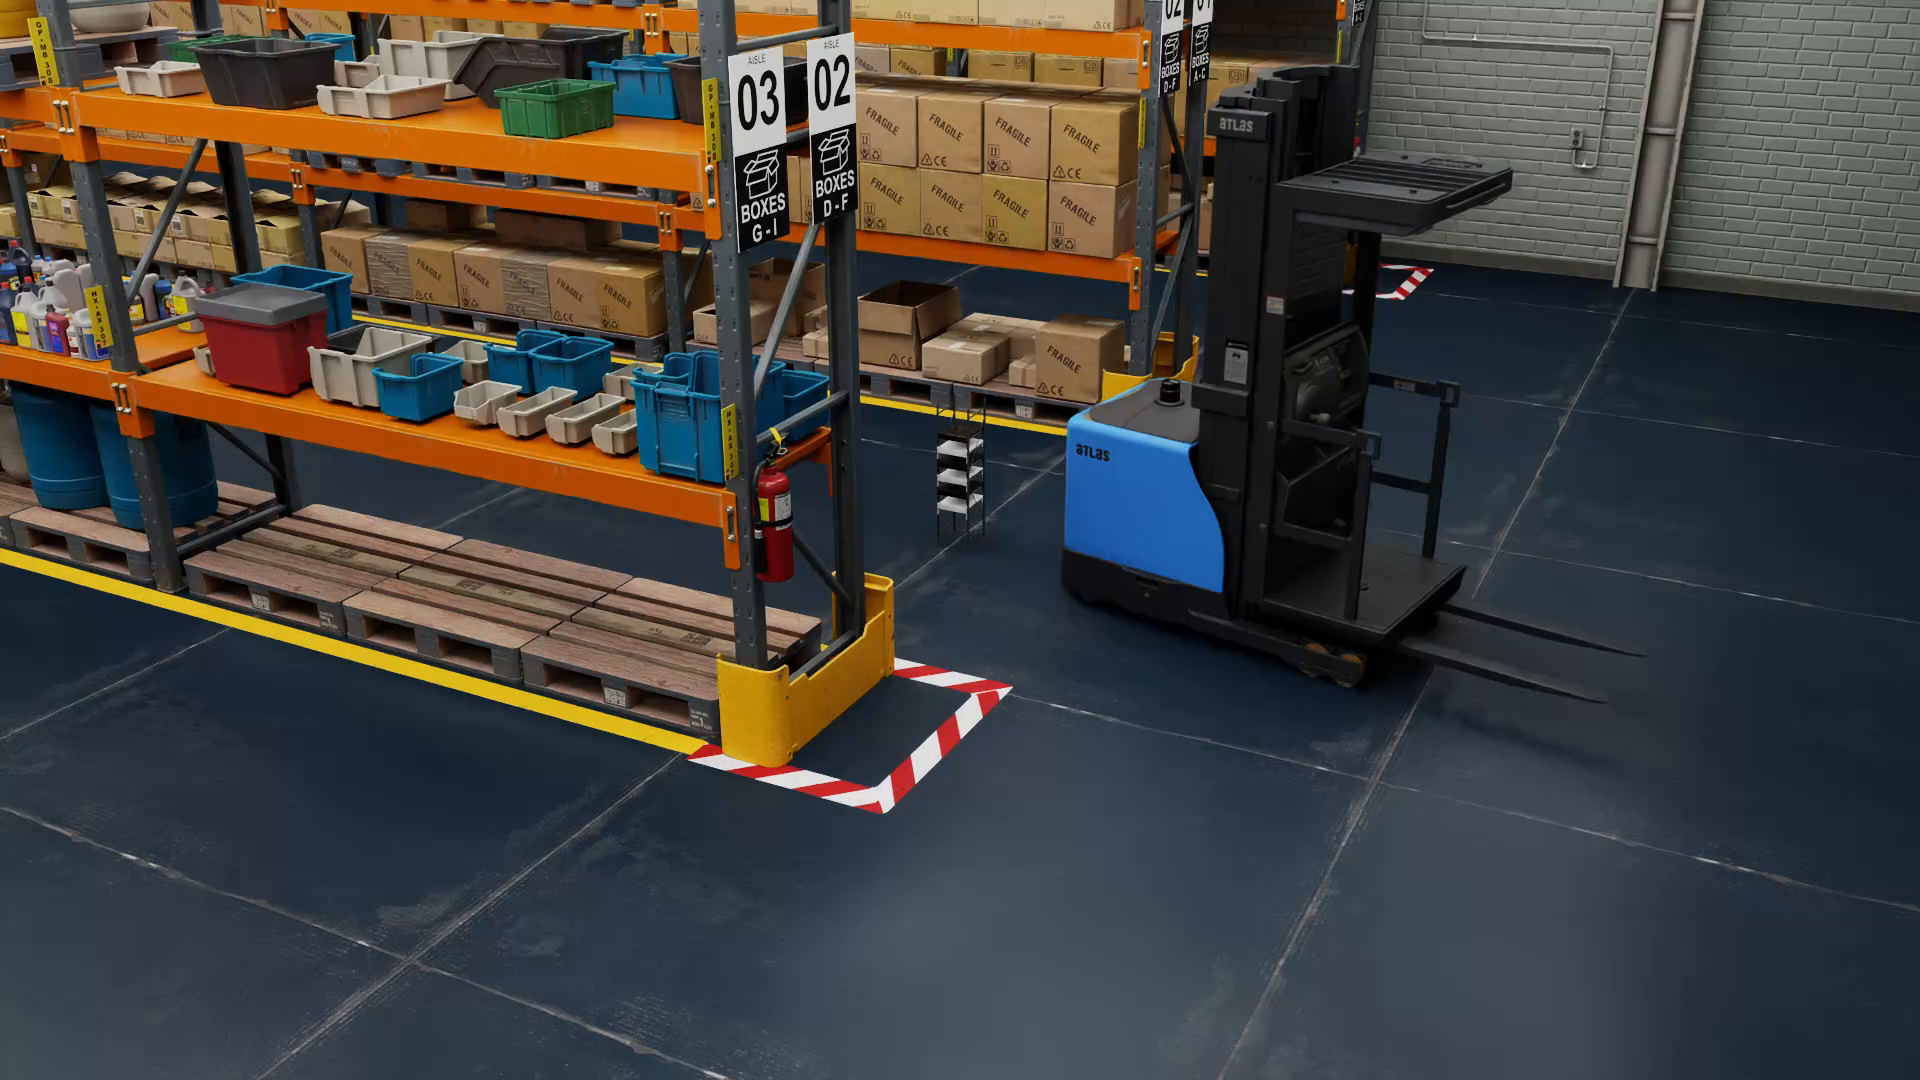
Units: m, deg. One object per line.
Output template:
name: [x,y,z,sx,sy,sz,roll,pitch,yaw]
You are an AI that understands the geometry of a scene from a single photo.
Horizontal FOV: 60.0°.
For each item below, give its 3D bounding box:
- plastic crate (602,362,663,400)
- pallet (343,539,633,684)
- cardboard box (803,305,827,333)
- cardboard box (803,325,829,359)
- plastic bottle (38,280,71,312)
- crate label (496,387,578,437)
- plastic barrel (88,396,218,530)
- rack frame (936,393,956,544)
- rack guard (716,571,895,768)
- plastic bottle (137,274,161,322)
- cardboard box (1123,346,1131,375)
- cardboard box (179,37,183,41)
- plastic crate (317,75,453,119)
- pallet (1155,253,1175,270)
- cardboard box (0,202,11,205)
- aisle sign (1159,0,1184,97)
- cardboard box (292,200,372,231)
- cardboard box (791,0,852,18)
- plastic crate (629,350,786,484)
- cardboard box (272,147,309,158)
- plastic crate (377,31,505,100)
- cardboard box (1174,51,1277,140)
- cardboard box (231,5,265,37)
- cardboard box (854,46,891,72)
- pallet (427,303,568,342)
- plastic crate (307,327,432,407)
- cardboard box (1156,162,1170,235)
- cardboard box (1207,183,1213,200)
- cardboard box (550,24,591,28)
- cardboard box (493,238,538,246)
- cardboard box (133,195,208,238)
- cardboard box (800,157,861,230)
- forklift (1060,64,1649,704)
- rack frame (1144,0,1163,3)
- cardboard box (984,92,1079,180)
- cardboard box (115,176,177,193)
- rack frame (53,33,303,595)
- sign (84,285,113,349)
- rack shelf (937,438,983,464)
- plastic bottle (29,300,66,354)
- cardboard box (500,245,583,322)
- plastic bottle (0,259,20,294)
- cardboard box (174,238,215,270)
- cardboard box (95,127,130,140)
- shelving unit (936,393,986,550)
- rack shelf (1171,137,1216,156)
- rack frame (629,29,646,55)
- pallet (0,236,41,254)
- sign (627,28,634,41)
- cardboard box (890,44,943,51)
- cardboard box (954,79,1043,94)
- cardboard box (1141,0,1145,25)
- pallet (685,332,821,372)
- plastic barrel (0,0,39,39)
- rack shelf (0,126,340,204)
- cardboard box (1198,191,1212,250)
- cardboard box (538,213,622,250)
plastic crate: [-1.687,-0.813,8.588,0.298,0.136,0.250,11,25,25]
pallet: [-2.565,0.366,9.121,1.213,0.211,1.003,11,25,25]
cardboard box: [-1.095,-1.822,13.782,0.250,0.149,0.380,11,25,25]
cardboard box: [-1.039,-1.578,13.186,0.250,0.166,0.380,11,25,25]
plastic bottle: [-5.234,-1.325,9.595,0.185,0.351,0.144,11,25,25]
crate label: [-2.083,-0.626,8.150,0.243,0.136,0.396,11,25,25]
plastic barrel: [-4.809,-0.578,9.922,0.708,0.901,0.600,11,25,25]
rack frame: [-0.083,-0.431,10.113,0.006,0.900,0.240,11,25,25]
rack guard: [-0.734,0.607,8.183,0.348,0.500,1.175,11,25,25]
plastic bottle: [-4.899,-1.471,10.035,0.135,0.276,0.152,11,25,25]
cardboard box: [1.258,-1.356,12.687,0.250,0.149,0.380,11,25,25]
cardboard box: [-10.278,-6.571,22.034,0.500,0.250,0.500,10,25,23]
plastic crate: [-2.717,-2.080,7.812,0.530,0.136,0.437,11,25,25]
pallet: [1.875,-3.049,17.150,1.213,0.211,1.003,11,25,25]
cardboard box: [-10.186,-3.416,17.426,0.500,0.250,0.500,11,25,25]
aisle sign: [1.400,-3.349,10.971,0.004,0.787,0.394,11,25,25]
cardboard box: [-5.997,-3.066,15.886,0.500,0.311,0.500,12,26,26]
cardboard box: [-0.881,-3.939,12.038,0.500,0.250,0.500,11,25,25]
plastic crate: [-1.144,-0.580,7.660,0.499,0.435,0.616,11,25,25]
cardboard box: [-5.967,-3.723,15.285,0.500,0.311,0.500,13,26,28]
plastic crate: [-2.600,-2.368,8.303,0.530,0.282,0.437,11,25,25]
cardboard box: [2.595,-4.352,16.267,0.700,0.700,0.980,11,25,24]
cardboard box: [-8.919,-6.653,21.268,0.500,0.500,0.500,12,26,26]
cardboard box: [-0.846,-4.981,17.596,0.500,0.500,0.500,11,26,25]
pallet: [-3.929,-2.040,14.778,1.213,0.211,1.003,11,25,25]
plastic crate: [-3.052,-0.888,8.580,0.530,0.282,0.437,11,25,25]
cardboard box: [1.200,-2.488,12.140,0.500,0.500,0.500,12,26,26]
cardboard box: [2.614,-3.437,16.327,0.250,0.149,0.380,12,26,26]
cardboard box: [-4.366,-5.832,19.442,0.500,0.500,0.700,9,25,20]
cardboard box: [-3.789,-2.471,14.861,0.500,0.500,0.500,10,25,23]
cardboard box: [-7.603,-3.146,16.075,0.500,0.311,0.500,12,26,26]
cardboard box: [-0.857,-2.661,12.546,0.500,0.500,0.500,11,25,24]
forklift: [2.054,-0.834,8.466,3.031,2.935,1.130,16,28,34]
rack frame: [1.477,-5.033,10.585,0.127,3.000,1.000,11,25,25]
cardboard box: [0.504,-2.849,11.712,0.500,0.500,0.500,12,26,26]
cardboard box: [-8.274,-3.516,16.944,0.500,0.311,0.500,12,26,26]
rack frame: [-4.331,-1.249,9.354,0.127,3.000,1.000,11,25,25]
sign: [-4.581,-1.184,8.849,0.005,0.325,0.100,11,25,25]
rack shelf: [0.007,-0.548,10.013,0.200,0.077,0.258,11,25,25]
plastic bottle: [-5.155,-1.213,9.428,0.135,0.276,0.152,11,25,25]
cardboard box: [-3.547,-2.196,14.213,0.500,0.500,0.500,12,26,25]
plastic bottle: [-5.936,-1.623,10.398,0.097,0.271,0.097,0,23,0]
cardboard box: [-7.151,-2.800,15.977,0.500,0.250,0.500,12,26,26]
cardboard box: [-8.084,-4.202,16.171,0.500,0.500,0.500,13,26,28]
shelving unit: [0.007,-0.413,10.071,0.210,0.900,0.258,11,25,25]
rack shelf: [1.924,-4.025,16.800,4.000,0.370,1.077,11,25,25]
rack frame: [-3.431,-5.415,19.151,0.127,3.000,1.000,11,25,25]
pallet: [-9.923,-3.263,17.652,1.213,0.211,1.003,11,25,25]
sign: [-3.667,-5.720,18.490,0.005,0.325,0.100,11,25,25]
cardboard box: [-0.393,-5.239,17.245,0.500,0.250,0.500,12,26,26]
cardboard box: [0.286,-3.128,12.367,0.500,0.500,0.500,12,26,25]
cardboard box: [1.133,-3.763,11.624,0.500,0.250,0.500,11,25,25]
pallet: [-1.480,-1.573,13.680,1.213,0.211,1.003,11,25,25]
plastic barrel: [-5.237,-2.999,8.860,0.600,0.588,0.600,0,23,0]
rack shelf: [-7.447,-3.707,16.052,4.000,0.370,1.077,11,25,25]
cardboard box: [2.592,-3.223,16.652,0.500,0.500,0.700,11,25,24]
cardboard box: [-3.307,-2.723,14.493,0.500,0.250,0.500,11,26,25]
